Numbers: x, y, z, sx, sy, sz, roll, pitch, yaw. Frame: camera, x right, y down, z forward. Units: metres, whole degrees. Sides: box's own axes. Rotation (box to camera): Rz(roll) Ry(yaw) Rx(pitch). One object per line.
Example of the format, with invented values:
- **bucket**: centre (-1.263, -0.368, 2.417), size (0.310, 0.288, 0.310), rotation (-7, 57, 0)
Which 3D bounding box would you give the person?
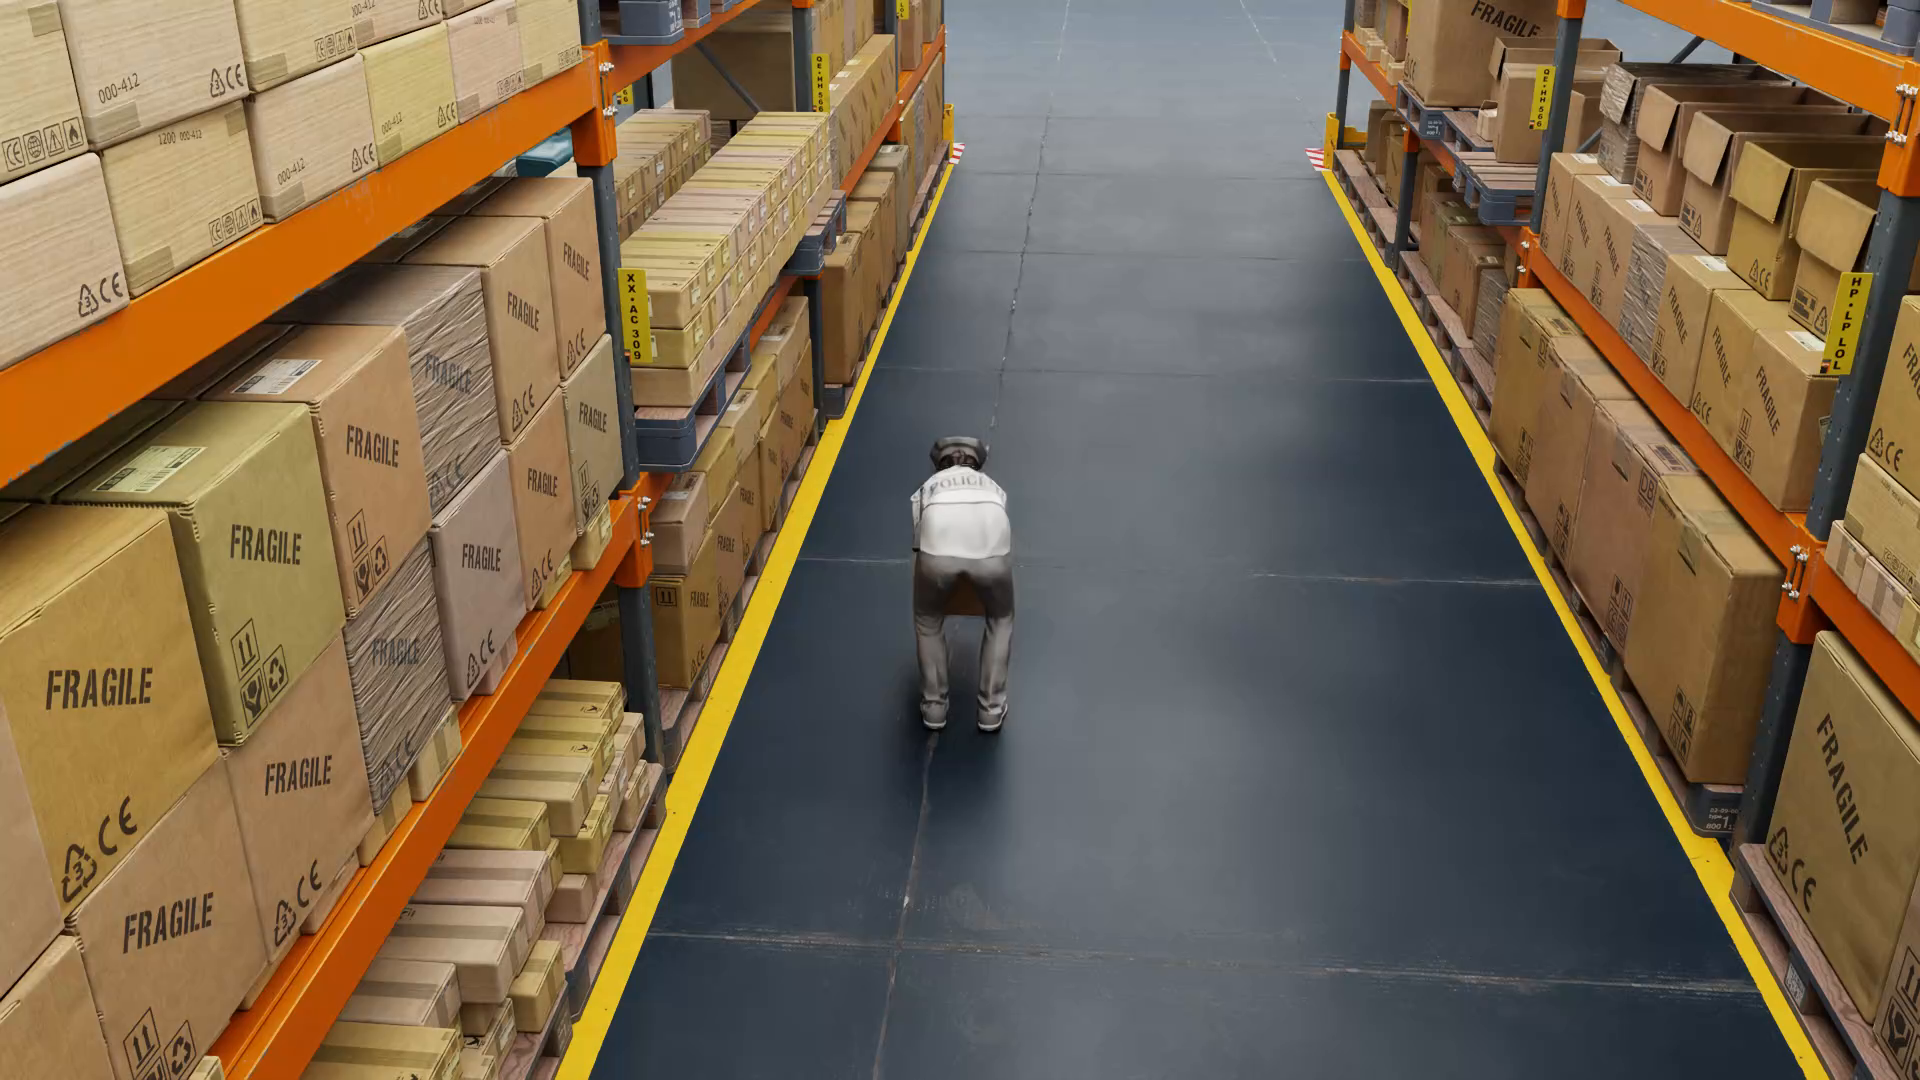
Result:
- **person**: centre (0.010, 0.176, 6.960), size (0.443, 1.051, 0.924), rotation (1, 25, 2)
